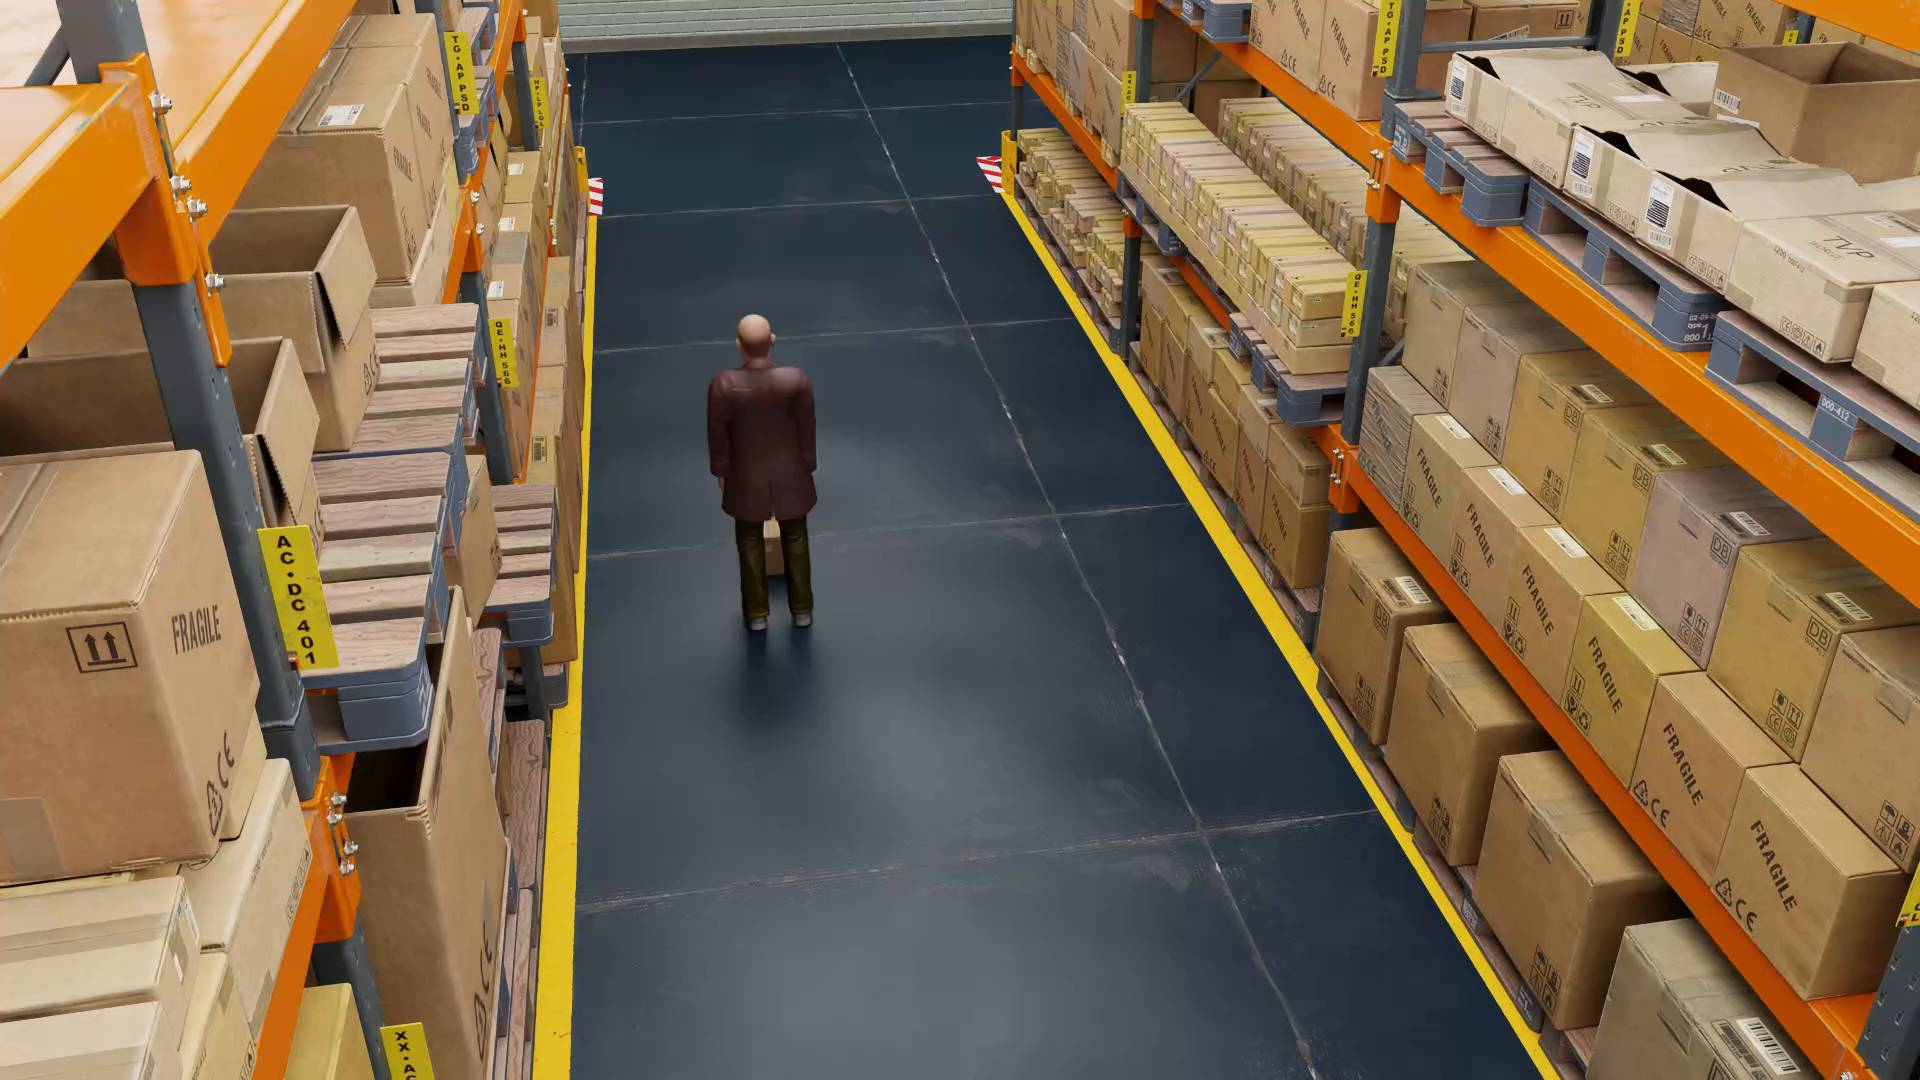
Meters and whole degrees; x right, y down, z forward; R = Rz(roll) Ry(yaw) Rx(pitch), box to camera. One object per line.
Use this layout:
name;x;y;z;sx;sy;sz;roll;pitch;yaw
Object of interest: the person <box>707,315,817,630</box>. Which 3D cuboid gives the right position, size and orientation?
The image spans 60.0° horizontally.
person;-1.034;-0.358;8.780;0.562;1.773;0.379;-5;31;-8
